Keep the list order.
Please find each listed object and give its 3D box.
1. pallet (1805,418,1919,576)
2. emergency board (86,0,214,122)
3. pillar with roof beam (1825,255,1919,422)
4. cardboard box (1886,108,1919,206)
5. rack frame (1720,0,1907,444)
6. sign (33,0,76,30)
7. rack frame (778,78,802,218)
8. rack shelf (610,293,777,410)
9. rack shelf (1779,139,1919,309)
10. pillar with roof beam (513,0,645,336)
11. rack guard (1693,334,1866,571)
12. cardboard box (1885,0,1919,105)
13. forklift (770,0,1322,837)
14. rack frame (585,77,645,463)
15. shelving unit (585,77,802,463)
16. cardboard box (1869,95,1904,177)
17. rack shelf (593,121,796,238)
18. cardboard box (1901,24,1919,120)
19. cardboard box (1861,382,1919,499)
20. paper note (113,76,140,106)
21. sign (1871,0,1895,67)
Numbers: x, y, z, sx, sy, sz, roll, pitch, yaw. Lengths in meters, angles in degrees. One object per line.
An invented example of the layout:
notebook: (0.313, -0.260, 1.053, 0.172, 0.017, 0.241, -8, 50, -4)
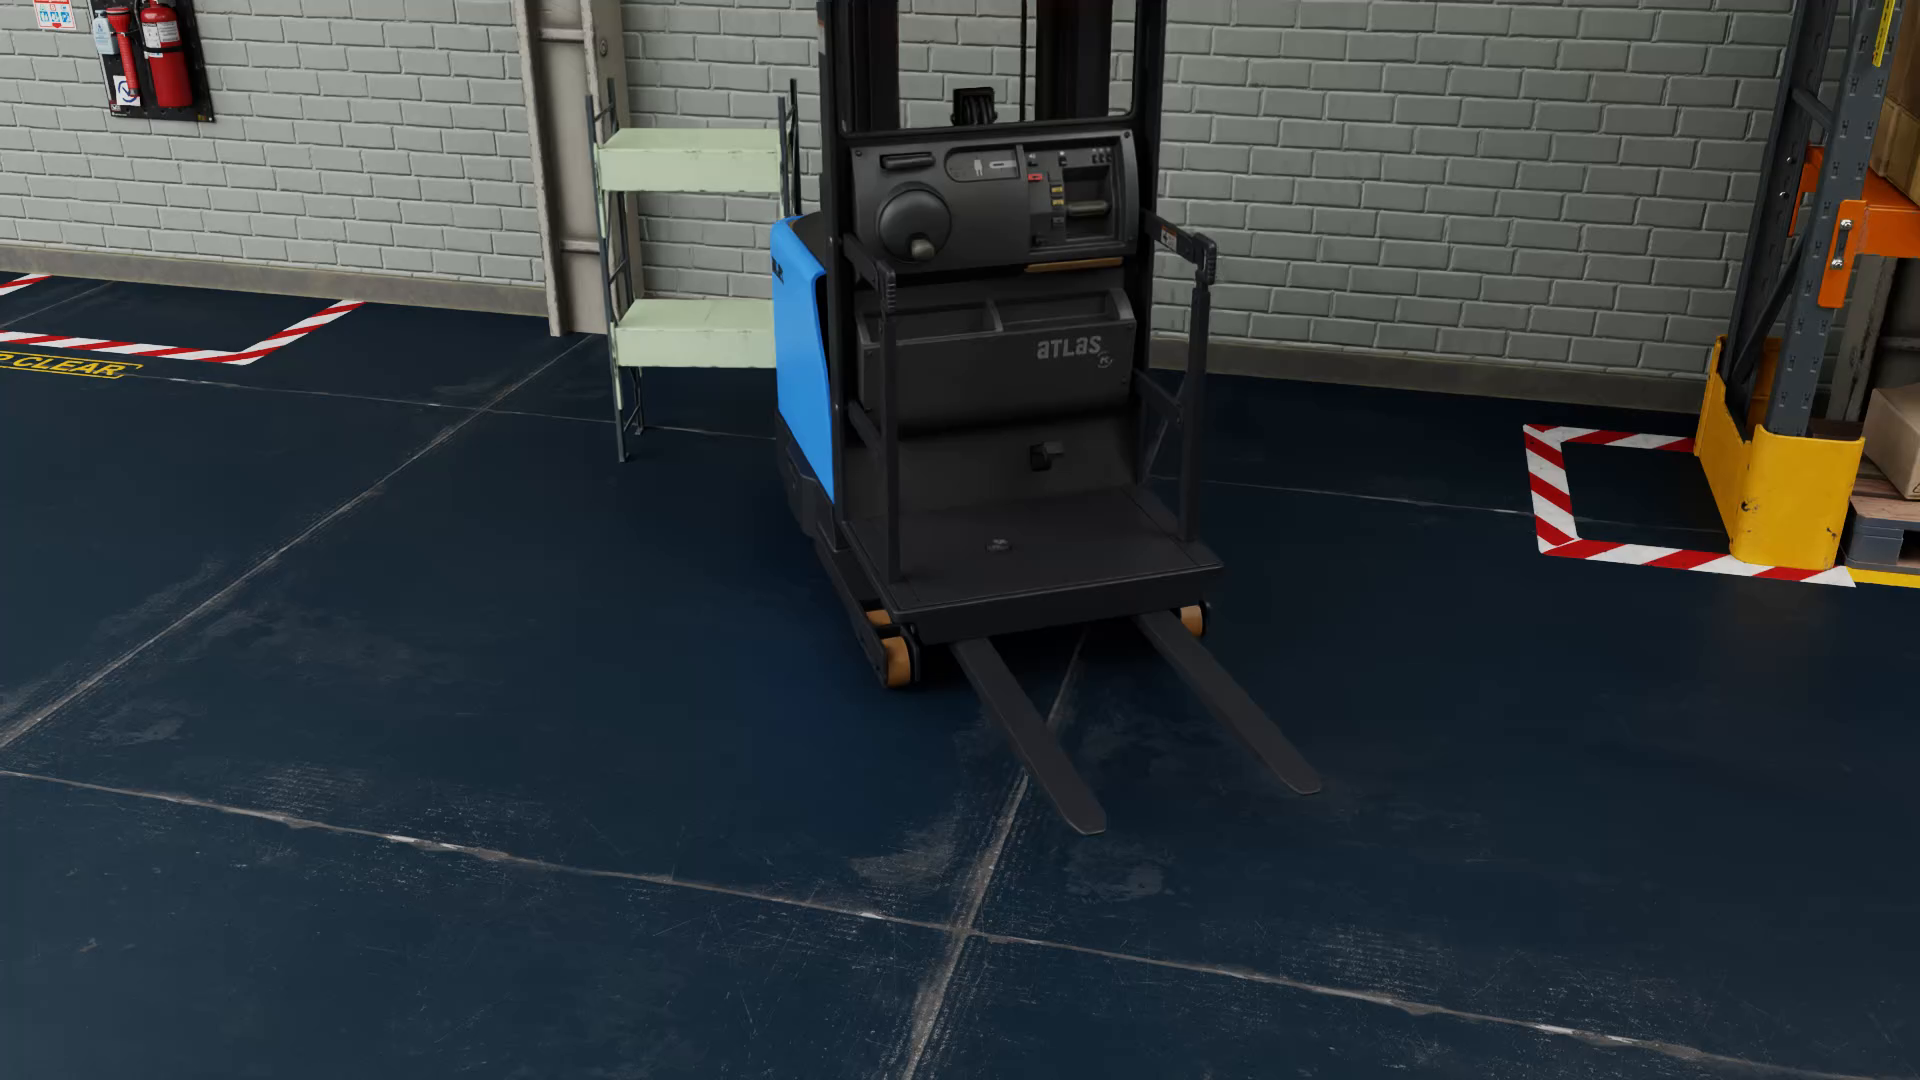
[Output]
pallet: (3.922, -0.137, 6.292, 1.213, 0.211, 1.003, 6, 26, 13)
emergency board: (-4.231, -2.714, 8.461, 0.643, 1.169, 0.194, 6, 26, 13)
pillar with roof beam: (2.891, -2.707, 1.468, 0.400, 9.000, 9.100, 6, 26, 13)
cardboard box: (3.464, -1.263, 5.564, 0.500, 0.250, 0.500, 6, 26, 11)
rack frame: (3.070, -1.506, 5.923, 0.127, 3.000, 1.000, 6, 26, 13)
sign: (-4.741, -2.832, 8.667, 0.234, 0.329, 0.001, 6, 26, 13)
rack frame: (-0.669, -1.074, 6.761, 0.023, 1.500, 0.400, 1, 25, 2)
rack shelf: (-1.034, -0.785, 6.912, 0.720, 0.370, 0.431, 1, 25, 2)
rack shelf: (5.007, -0.967, 5.628, 4.000, 0.370, 1.077, 6, 26, 13)
pillar with roof beam: (-2.920, -3.350, 2.817, 0.400, 9.000, 9.100, 6, 26, 13)
rack guard: (3.144, -0.369, 6.444, 0.348, 0.500, 1.175, 6, 26, 13)
cardboard box: (3.580, -1.824, 5.870, 0.500, 0.500, 0.500, 6, 26, 12)
forklift: (0.183, -1.045, 5.035, 1.130, 2.935, 3.031, -8, 26, -15)
rack frame: (-1.400, -1.085, 6.783, 0.023, 1.500, 0.400, 1, 25, 2)
shelving unit: (-1.035, -1.079, 6.772, 0.755, 1.500, 0.431, 1, 25, 2)
cardboard box: (3.571, -1.478, 6.016, 0.500, 0.250, 0.500, 7, 26, 14)
rack shelf: (-1.035, -1.432, 6.604, 0.720, 0.370, 0.431, 1, 25, 2)
cardboard box: (3.458, -1.609, 5.420, 0.500, 0.500, 0.500, 6, 26, 13)
cardboard box: (3.718, -0.379, 6.172, 0.500, 0.311, 0.500, 3, 26, 7)
paper note: (-4.386, -2.364, 8.750, 0.142, 0.148, 0.016, 6, 26, 13)
sign: (2.935, -1.671, 5.263, 0.005, 0.325, 0.100, 6, 26, 13)
